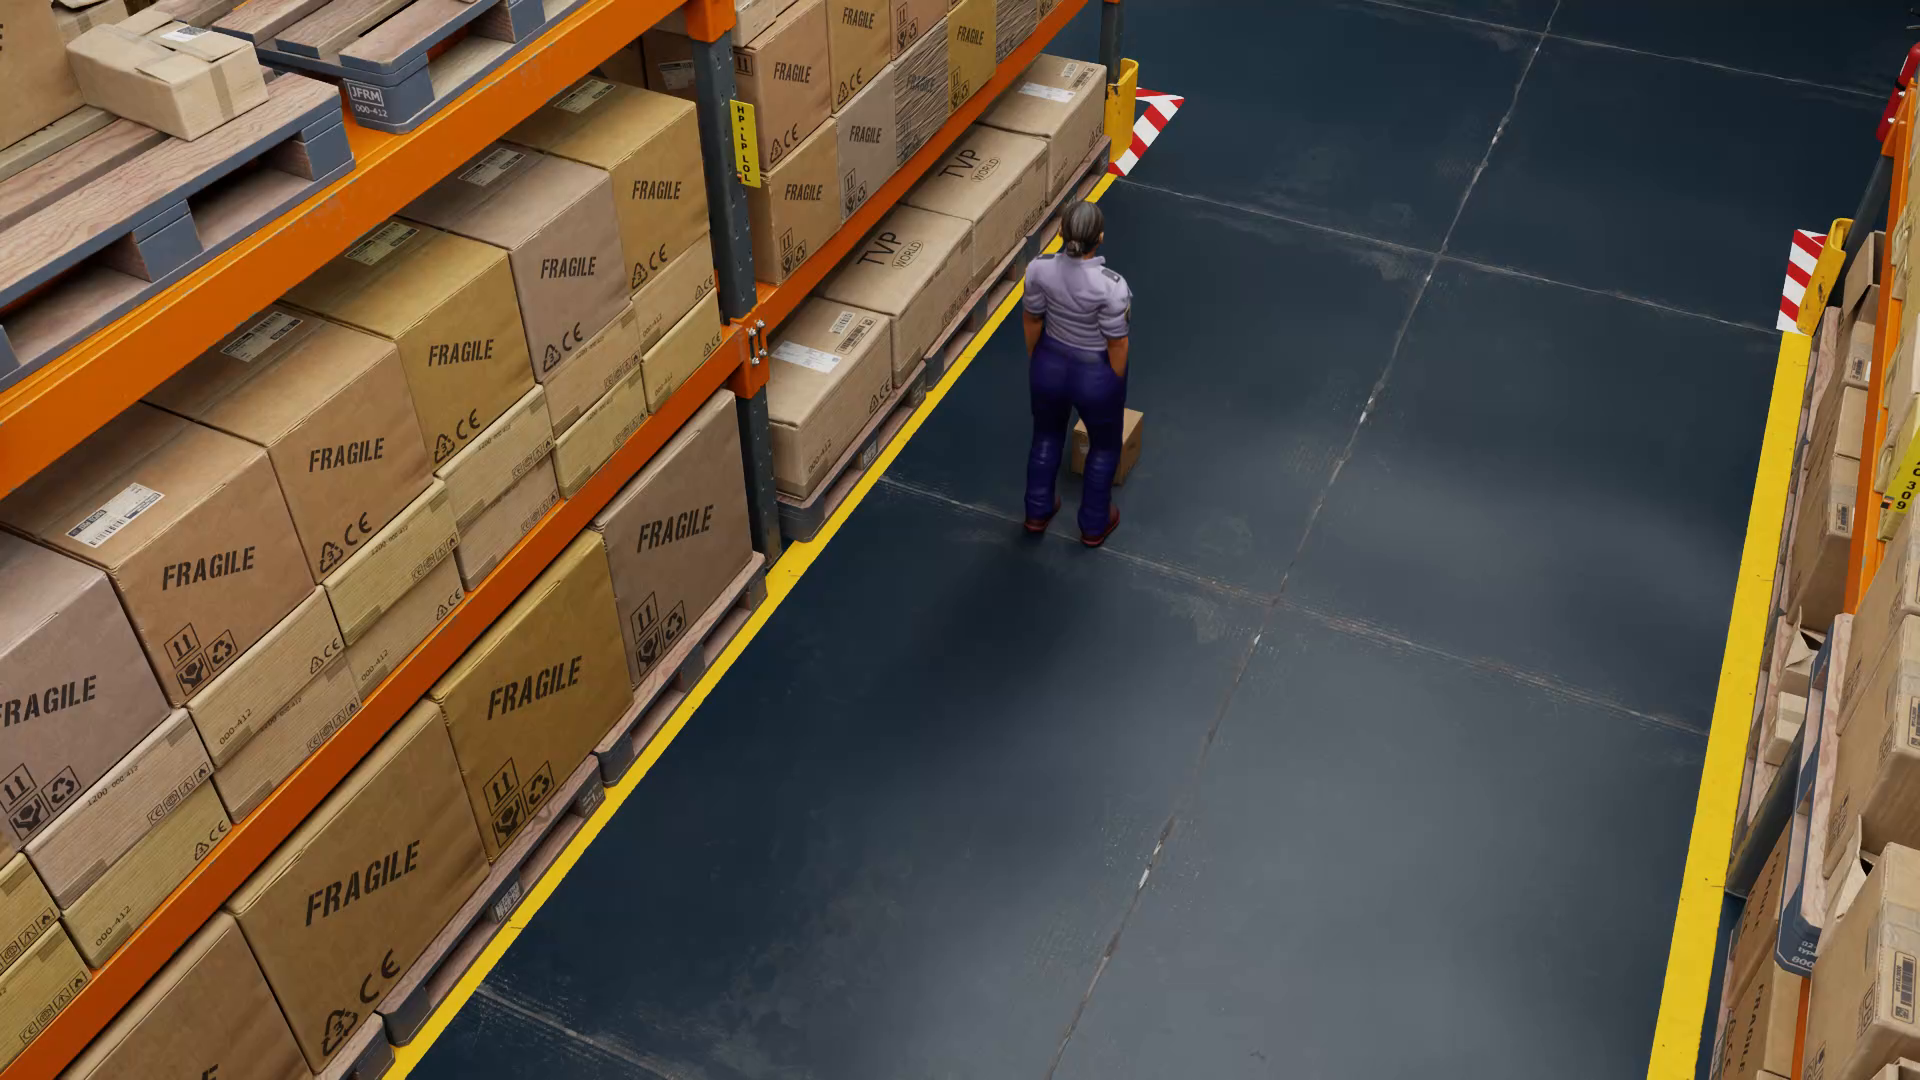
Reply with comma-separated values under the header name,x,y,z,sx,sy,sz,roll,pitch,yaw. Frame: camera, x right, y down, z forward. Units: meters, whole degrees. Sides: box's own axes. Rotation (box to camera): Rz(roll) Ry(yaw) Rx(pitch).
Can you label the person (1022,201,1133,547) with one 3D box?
name,x,y,z,sx,sy,sz,roll,pitch,yaw
person,0.482,-0.690,6.954,0.469,1.663,0.342,19,45,19
